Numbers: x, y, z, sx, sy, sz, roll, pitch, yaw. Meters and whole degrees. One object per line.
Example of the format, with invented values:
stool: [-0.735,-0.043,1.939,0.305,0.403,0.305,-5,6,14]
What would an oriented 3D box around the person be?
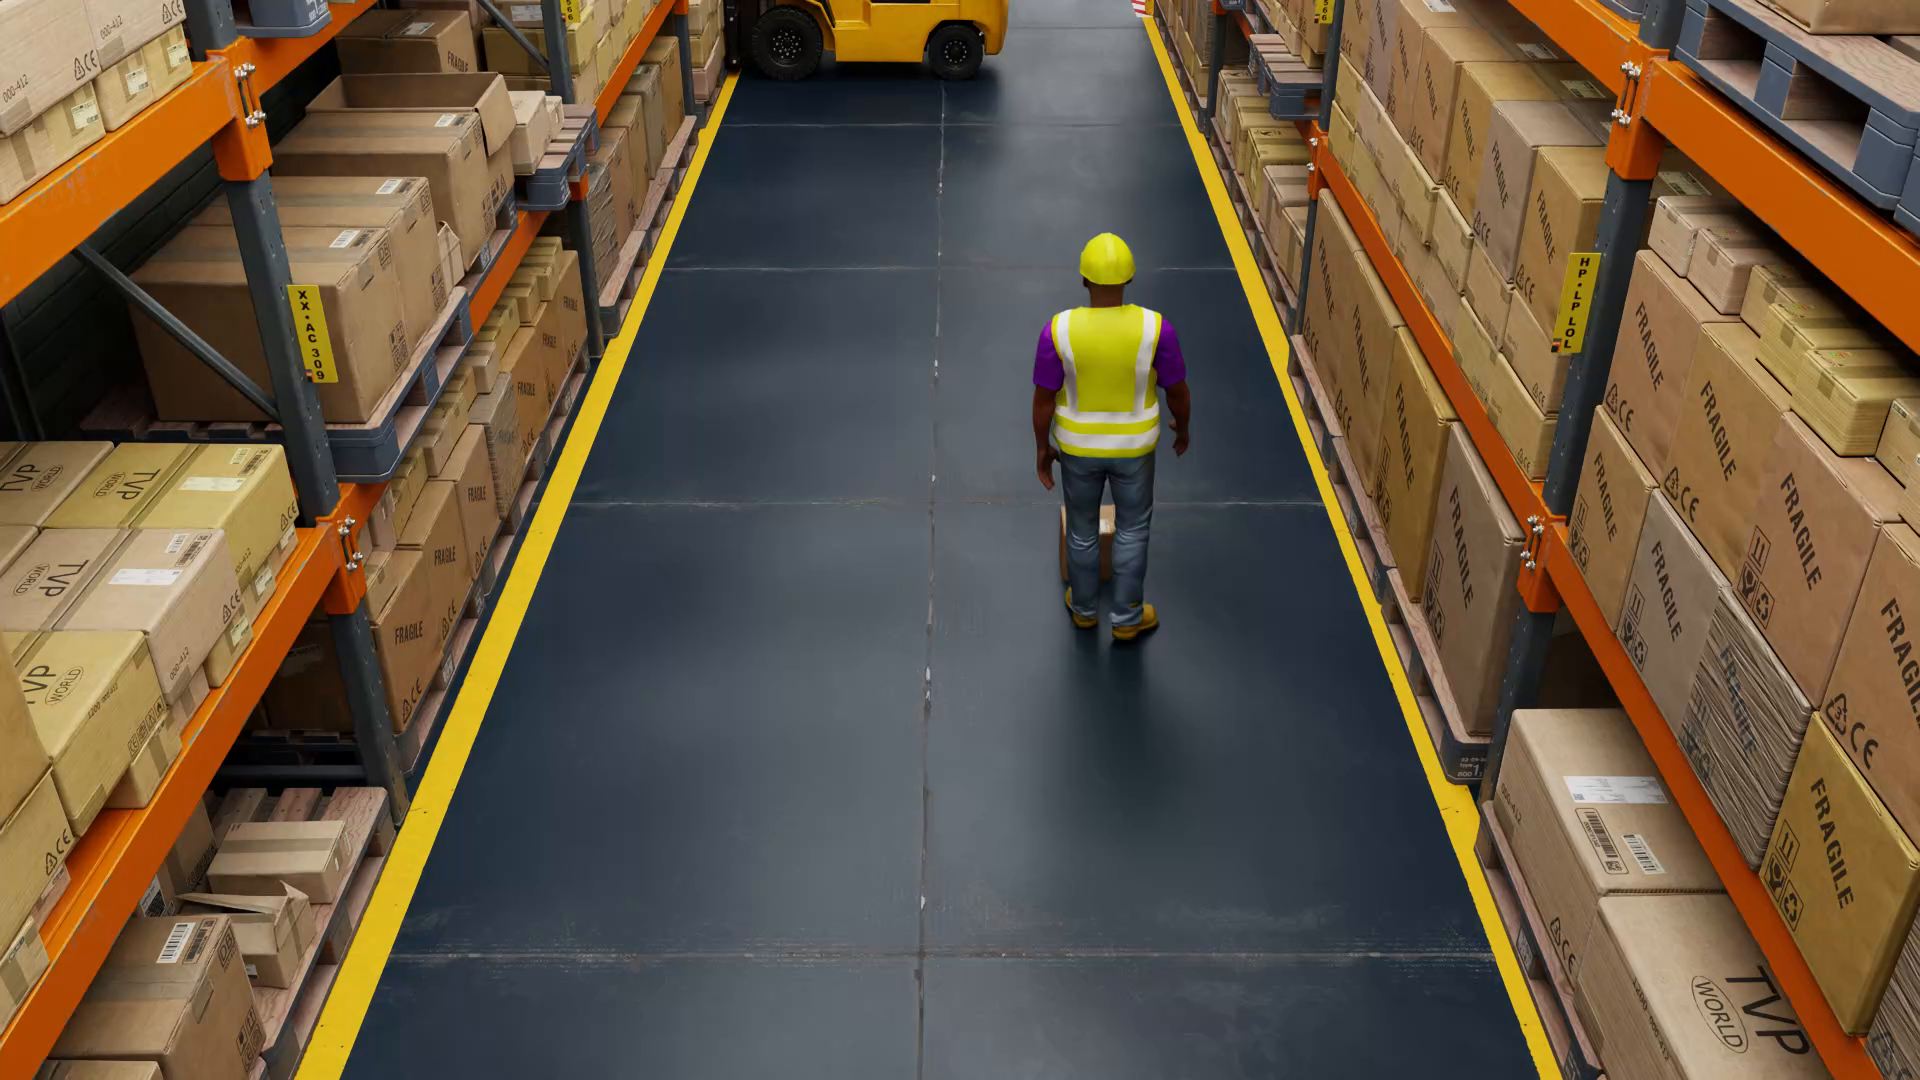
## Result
person: [0.613,-0.414,6.752,0.635,1.780,0.436,3,31,4]
